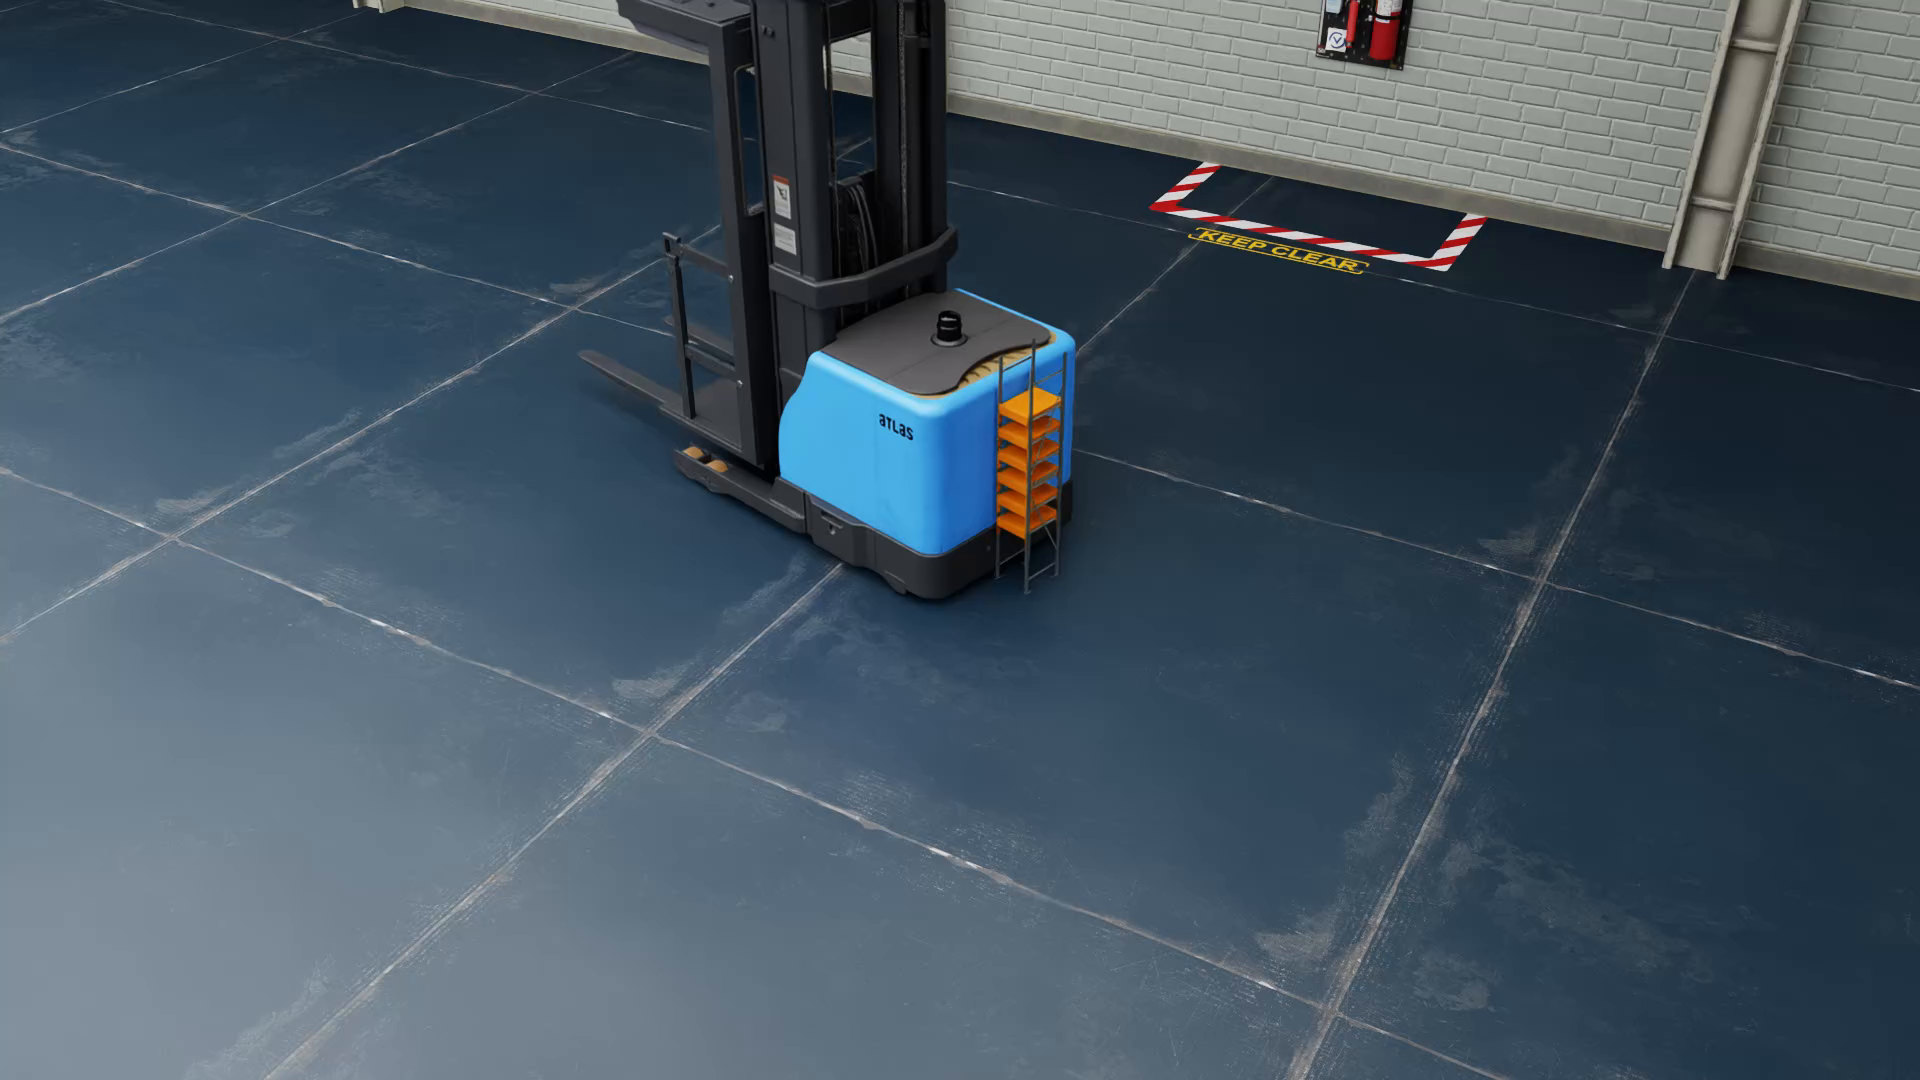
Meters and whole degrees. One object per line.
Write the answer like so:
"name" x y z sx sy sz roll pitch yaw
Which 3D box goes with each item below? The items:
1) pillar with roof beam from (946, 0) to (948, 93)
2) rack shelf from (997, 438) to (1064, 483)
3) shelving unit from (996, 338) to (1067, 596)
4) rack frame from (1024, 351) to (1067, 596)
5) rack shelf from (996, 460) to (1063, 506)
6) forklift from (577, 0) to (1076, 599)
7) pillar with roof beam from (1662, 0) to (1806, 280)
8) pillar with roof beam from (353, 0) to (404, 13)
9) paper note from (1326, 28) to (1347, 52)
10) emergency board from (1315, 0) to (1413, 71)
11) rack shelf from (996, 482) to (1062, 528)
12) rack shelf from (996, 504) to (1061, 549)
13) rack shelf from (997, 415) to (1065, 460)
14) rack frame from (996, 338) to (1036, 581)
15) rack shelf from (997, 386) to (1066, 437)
"pillar with roof beam" -2.479 -5.138 7.847 0.400 9.000 9.100 18 37 24
"rack shelf" 0.321 -0.382 7.605 0.180 0.103 0.258 28 43 35
"shelving unit" 0.321 -0.319 7.647 0.189 1.200 0.258 28 43 35
"rack frame" 0.388 -0.284 7.594 0.006 1.200 0.240 28 43 35
"rack shelf" 0.321 -0.282 7.671 0.180 0.103 0.258 28 43 35
"forklift" -0.855 -1.651 8.085 3.031 2.935 1.130 28 43 35
"pillar with roof beam" 2.730 -3.488 5.369 0.400 9.000 9.100 18 37 24
"pillar with roof beam" -7.689 -6.788 10.325 0.400 9.000 9.100 18 37 24
"paper note" 2.620 -3.476 11.558 0.142 0.148 0.016 18 37 24
"emergency board" 2.739 -3.761 11.191 0.643 1.169 0.194 18 37 24
"rack shelf" 0.321 -0.182 7.738 0.180 0.103 0.258 28 43 35
"rack shelf" 0.321 -0.082 7.804 0.180 0.103 0.258 28 43 35
"rack shelf" 0.321 -0.482 7.538 0.180 0.103 0.258 28 43 35
"rack frame" 0.255 -0.354 7.699 0.006 1.200 0.240 28 43 35
"rack shelf" 0.321 -0.582 7.472 0.180 0.103 0.258 28 43 35
